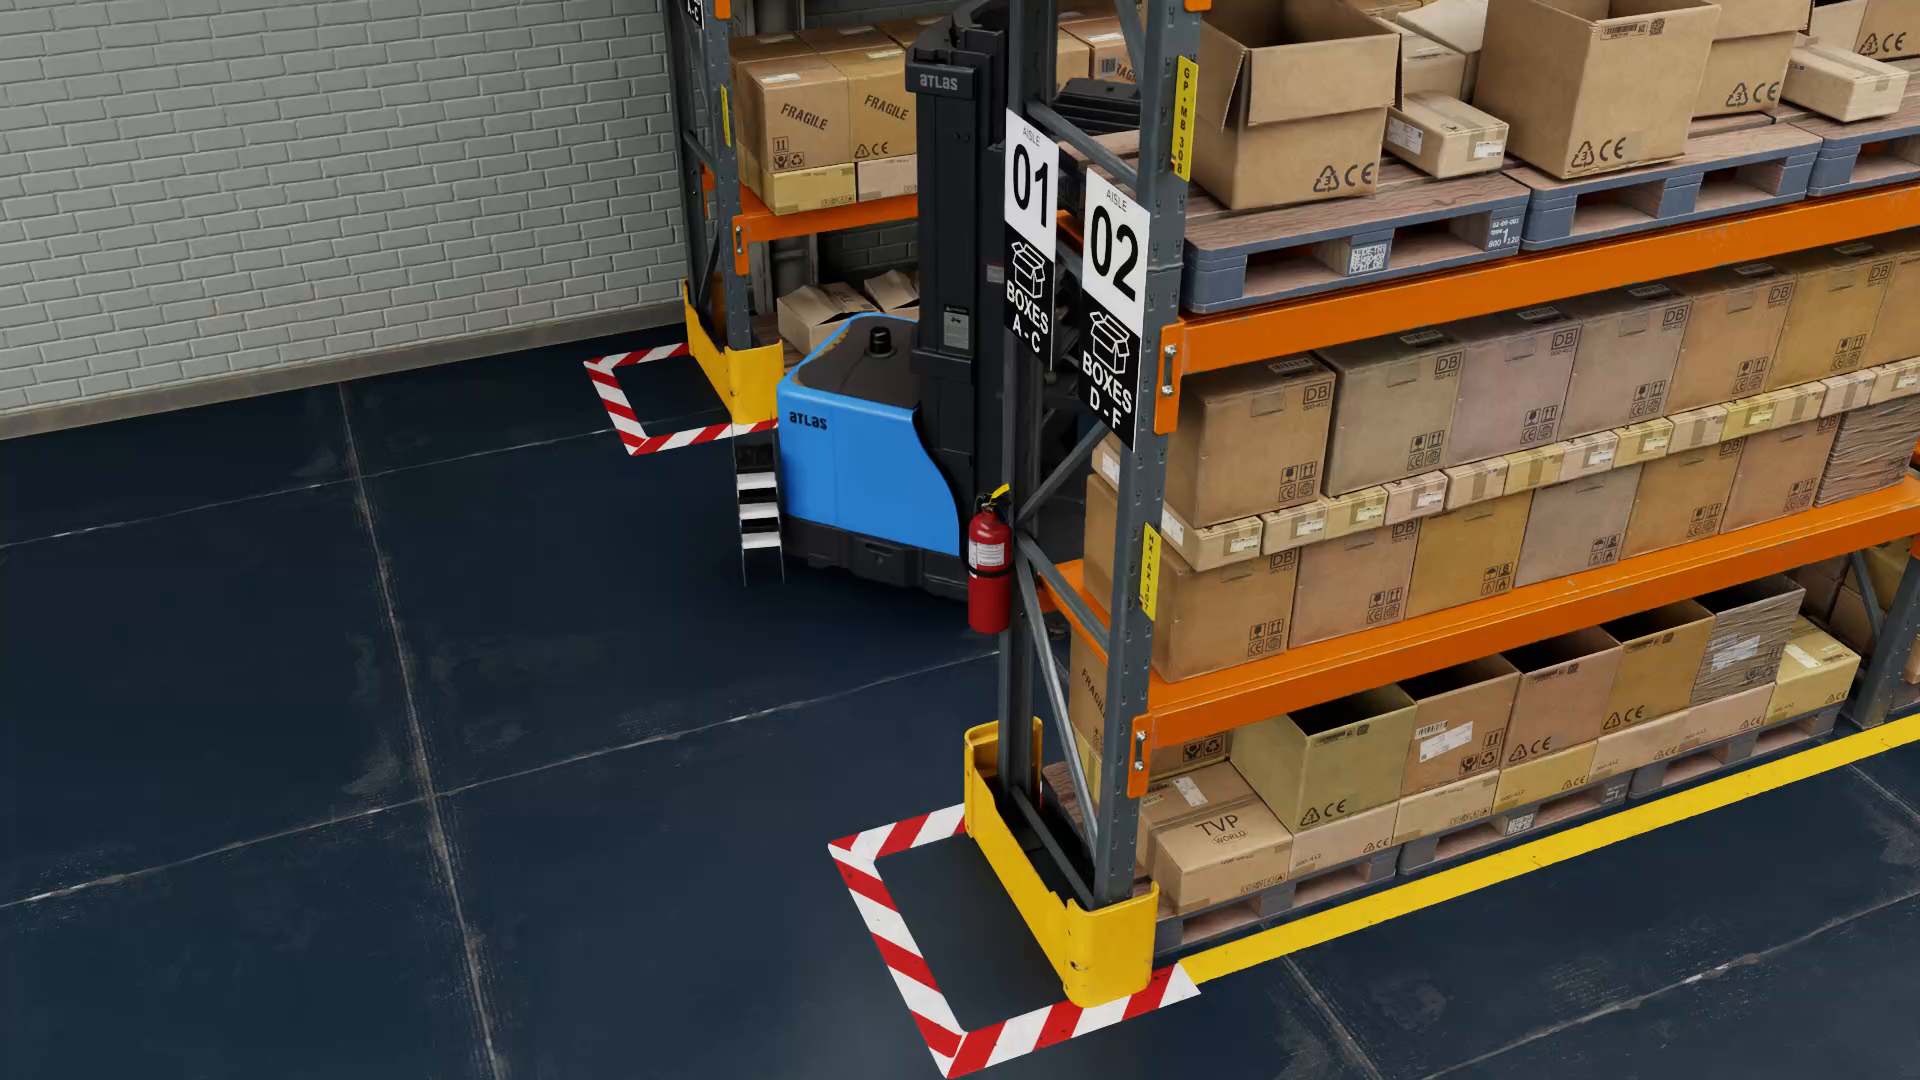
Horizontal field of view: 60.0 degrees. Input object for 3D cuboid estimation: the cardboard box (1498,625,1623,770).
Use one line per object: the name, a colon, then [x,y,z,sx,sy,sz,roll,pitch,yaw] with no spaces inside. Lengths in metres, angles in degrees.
cardboard box: [2.371,0.566,6.997,0.500,0.500,0.500,-13,35,-19]

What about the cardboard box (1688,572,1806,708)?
cardboard box: [3.286,0.345,7.335,0.500,0.500,0.500,-13,35,-19]

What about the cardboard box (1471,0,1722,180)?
cardboard box: [2.043,-1.527,5.409,0.500,0.500,0.500,-13,35,-19]

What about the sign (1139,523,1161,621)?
sign: [0.616,0.104,5.391,0.005,0.325,0.100,-13,35,-19]

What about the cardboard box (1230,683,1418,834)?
cardboard box: [1.447,0.774,6.676,0.500,0.500,0.500,-13,35,-19]

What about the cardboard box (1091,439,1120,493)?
cardboard box: [0.685,-0.270,6.146,0.250,0.149,0.380,-13,35,-20]

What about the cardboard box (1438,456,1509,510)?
cardboard box: [1.803,-0.287,6.172,0.250,0.149,0.380,-14,36,-21]

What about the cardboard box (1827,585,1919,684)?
cardboard box: [4.562,0.392,7.952,0.500,0.250,0.500,-14,35,-20]

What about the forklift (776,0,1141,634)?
forklift: [0.614,-1.042,8.082,3.031,2.935,1.130,13,35,19]

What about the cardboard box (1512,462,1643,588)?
cardboard box: [2.268,-0.242,6.698,0.500,0.500,0.700,-12,35,-18]

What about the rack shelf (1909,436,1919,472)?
rack shelf: [5.938,-0.745,8.222,4.000,0.370,1.077,-13,35,-19]

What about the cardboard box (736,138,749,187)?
cardboard box: [-1.159,-2.412,10.243,0.500,0.250,0.500,-12,35,-18]

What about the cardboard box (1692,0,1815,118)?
cardboard box: [2.527,-1.875,5.941,0.637,0.503,0.797,-9,34,-14]

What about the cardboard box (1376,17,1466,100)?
cardboard box: [1.366,-1.585,5.727,0.500,0.250,0.500,-13,35,-19]

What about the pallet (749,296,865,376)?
pallet: [-0.682,-1.271,10.928,1.213,0.211,1.003,-13,35,-19]

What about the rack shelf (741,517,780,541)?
rack shelf: [-1.053,-0.102,8.726,0.200,0.077,0.258,-5,33,-7]

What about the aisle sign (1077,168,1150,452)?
aisle sign: [0.464,-0.702,5.112,0.004,0.787,0.394,-13,35,-19]

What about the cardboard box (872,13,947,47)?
cardboard box: [-0.220,-2.949,10.381,0.500,0.500,0.500,-14,36,-20]

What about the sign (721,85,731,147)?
sign: [-1.305,-2.360,9.251,0.005,0.325,0.100,-13,35,-19]

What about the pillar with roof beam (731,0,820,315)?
pillar with roof beam: [0.462,-3.203,5.839,0.400,9.000,9.100,-13,35,-19]

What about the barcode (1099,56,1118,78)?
barcode: [0.498,-1.587,5.574,0.075,0.075,0.001,-13,35,-19]

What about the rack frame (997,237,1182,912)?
rack frame: [0.406,0.220,6.079,0.127,3.000,1.000,-13,35,-19]

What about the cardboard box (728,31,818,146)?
cardboard box: [-1.163,-2.736,10.055,0.500,0.500,0.500,-13,35,-19]

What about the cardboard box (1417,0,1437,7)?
cardboard box: [3.174,-3.546,11.372,0.500,0.500,0.700,-9,34,-14]

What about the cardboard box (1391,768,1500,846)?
cardboard box: [1.908,0.983,7.044,0.500,0.250,0.500,-13,35,-19]

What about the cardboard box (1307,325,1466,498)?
cardboard box: [1.373,-0.583,6.032,0.500,0.500,0.700,-14,36,-20]

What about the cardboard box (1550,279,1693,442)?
cardboard box: [2.299,-0.795,6.359,0.500,0.500,0.700,-13,35,-19]

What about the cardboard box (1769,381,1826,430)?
cardboard box: [3.216,-0.609,6.668,0.250,0.149,0.380,-13,35,-19]

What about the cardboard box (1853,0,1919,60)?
cardboard box: [3.528,-2.184,6.419,0.500,0.500,0.500,-10,34,-15]

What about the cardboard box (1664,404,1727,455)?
cardboard box: [2.755,-0.506,6.508,0.250,0.149,0.380,-12,35,-18]

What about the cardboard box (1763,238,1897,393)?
cardboard box: [3.222,-1.006,6.682,0.500,0.500,0.700,-13,35,-19]

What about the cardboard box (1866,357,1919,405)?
cardboard box: [3.698,-0.722,6.840,0.250,0.149,0.380,-14,35,-20]

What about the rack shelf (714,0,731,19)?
rack shelf: [0.329,-3.648,9.933,4.000,0.370,1.077,-13,35,-19]

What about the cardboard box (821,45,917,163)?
cardboard box: [-0.499,-2.579,9.813,0.500,0.500,0.500,-13,35,-19]

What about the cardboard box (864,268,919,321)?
cardboard box: [-0.316,-1.549,10.860,0.500,0.311,0.500,-10,34,-15]

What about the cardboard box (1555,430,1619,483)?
cardboard box: [2.269,-0.392,6.334,0.250,0.149,0.380,-13,35,-18]

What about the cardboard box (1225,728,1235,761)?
cardboard box: [1.243,0.823,7.288,0.500,0.250,0.500,-13,35,-19]

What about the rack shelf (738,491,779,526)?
rack shelf: [-1.053,-0.178,8.677,0.200,0.077,0.258,-5,33,-7]

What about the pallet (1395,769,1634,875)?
pallet: [2.218,0.951,7.513,1.213,0.211,1.003,-13,35,-19]

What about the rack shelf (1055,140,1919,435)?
rack shelf: [2.250,-1.158,6.106,4.000,0.370,1.077,-13,35,-19]

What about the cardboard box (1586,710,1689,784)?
cardboard box: [2.831,0.774,7.365,0.500,0.250,0.500,-13,35,-19]

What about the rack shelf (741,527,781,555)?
rack shelf: [-1.053,-0.027,8.775,0.200,0.077,0.258,-5,33,-7]

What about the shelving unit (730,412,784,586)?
shelving unit: [-1.053,-0.206,8.659,0.210,0.900,0.258,-5,33,-7]

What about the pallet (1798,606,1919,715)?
pallet: [4.759,0.369,8.407,1.213,0.211,1.003,-13,35,-19]

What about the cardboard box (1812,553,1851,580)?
cardboard box: [4.357,-0.113,8.213,0.500,0.311,0.500,-13,35,-19]

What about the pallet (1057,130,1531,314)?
pallet: [1.068,-1.136,5.495,1.213,0.211,1.003,-13,35,-19]

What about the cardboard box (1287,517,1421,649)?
cardboard box: [1.324,-0.027,6.368,0.500,0.500,0.700,-12,35,-18]

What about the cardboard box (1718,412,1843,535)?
cardboard box: [3.204,-0.455,7.025,0.500,0.500,0.700,-13,35,-19]

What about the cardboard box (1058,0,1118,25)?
cardboard box: [0.719,-3.170,10.722,0.500,0.500,0.500,-12,35,-18]

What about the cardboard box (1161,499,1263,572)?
cardboard box: [0.851,-0.068,5.836,0.250,0.149,0.380,-13,35,-19]

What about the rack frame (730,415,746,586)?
rack frame: [-1.153,-0.197,8.646,0.006,0.900,0.240,-5,33,-7]

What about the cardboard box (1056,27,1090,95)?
cardboard box: [0.451,-2.800,10.152,0.500,0.500,0.500,-12,35,-17]

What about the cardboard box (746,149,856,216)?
cardboard box: [-0.942,-2.159,9.855,0.500,0.250,0.500,-14,36,-20]

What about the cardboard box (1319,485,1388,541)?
cardboard box: [1.324,-0.177,6.004,0.250,0.149,0.380,-13,35,-19]

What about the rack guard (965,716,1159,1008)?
rack guard: [0.384,1.273,6.753,0.348,0.500,1.175,-13,35,-19]

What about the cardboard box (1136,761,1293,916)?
cardboard box: [0.987,1.195,6.717,0.500,0.250,0.500,-13,35,-19]

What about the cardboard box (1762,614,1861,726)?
cardboard box: [3.751,0.560,7.693,0.500,0.250,0.500,-13,35,-19]

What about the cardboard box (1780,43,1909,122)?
cardboard box: [3.088,-1.619,5.872,0.250,0.149,0.380,-13,35,-19]
